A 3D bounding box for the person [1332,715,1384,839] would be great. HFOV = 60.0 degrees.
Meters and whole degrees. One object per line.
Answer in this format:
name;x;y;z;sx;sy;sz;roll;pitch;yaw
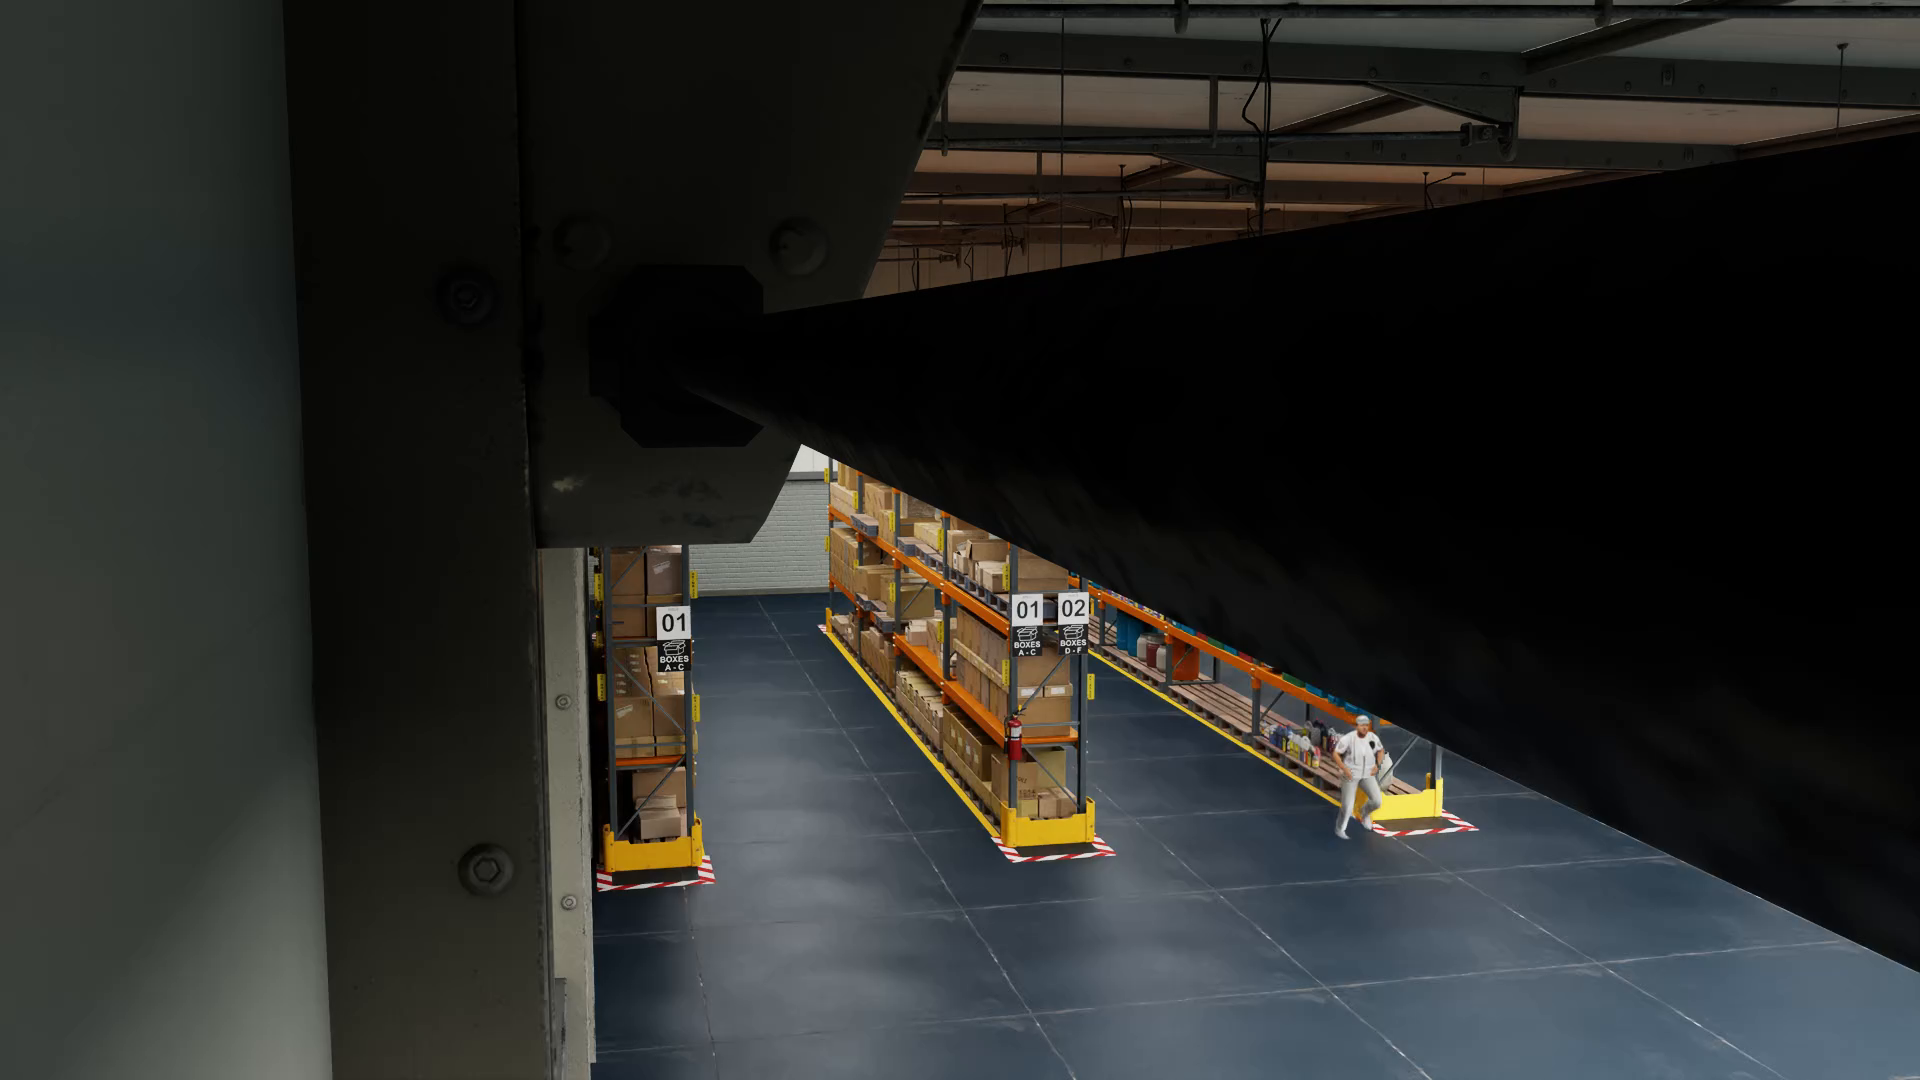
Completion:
person;5.140;3.046;21.291;0.703;1.628;0.551;-1;7;-12
